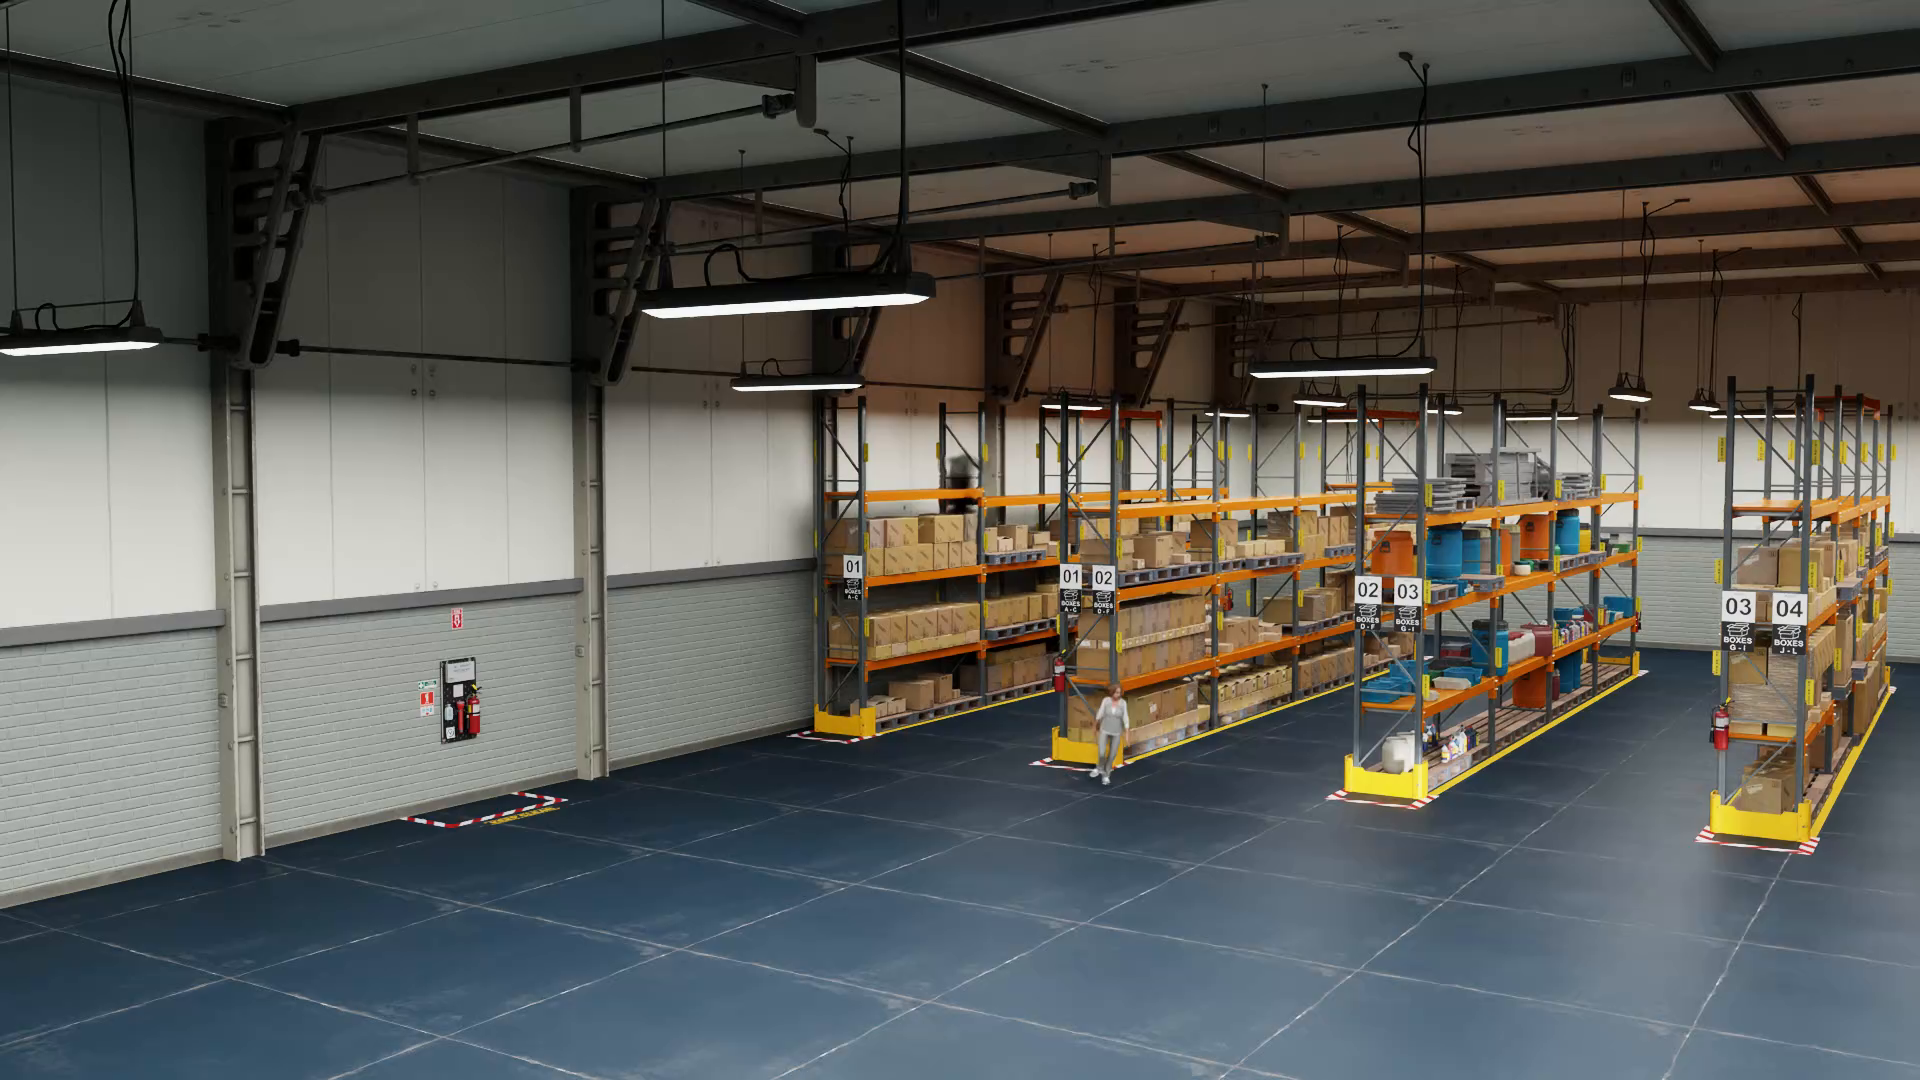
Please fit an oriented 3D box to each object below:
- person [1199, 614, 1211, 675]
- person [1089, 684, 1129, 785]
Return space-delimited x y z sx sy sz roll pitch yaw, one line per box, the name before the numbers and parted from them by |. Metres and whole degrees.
person | 5.217 2.233 36.013 0.625 1.805 0.813 2 4 36
person | 2.254 2.924 25.042 0.566 1.569 0.525 0 3 -4
